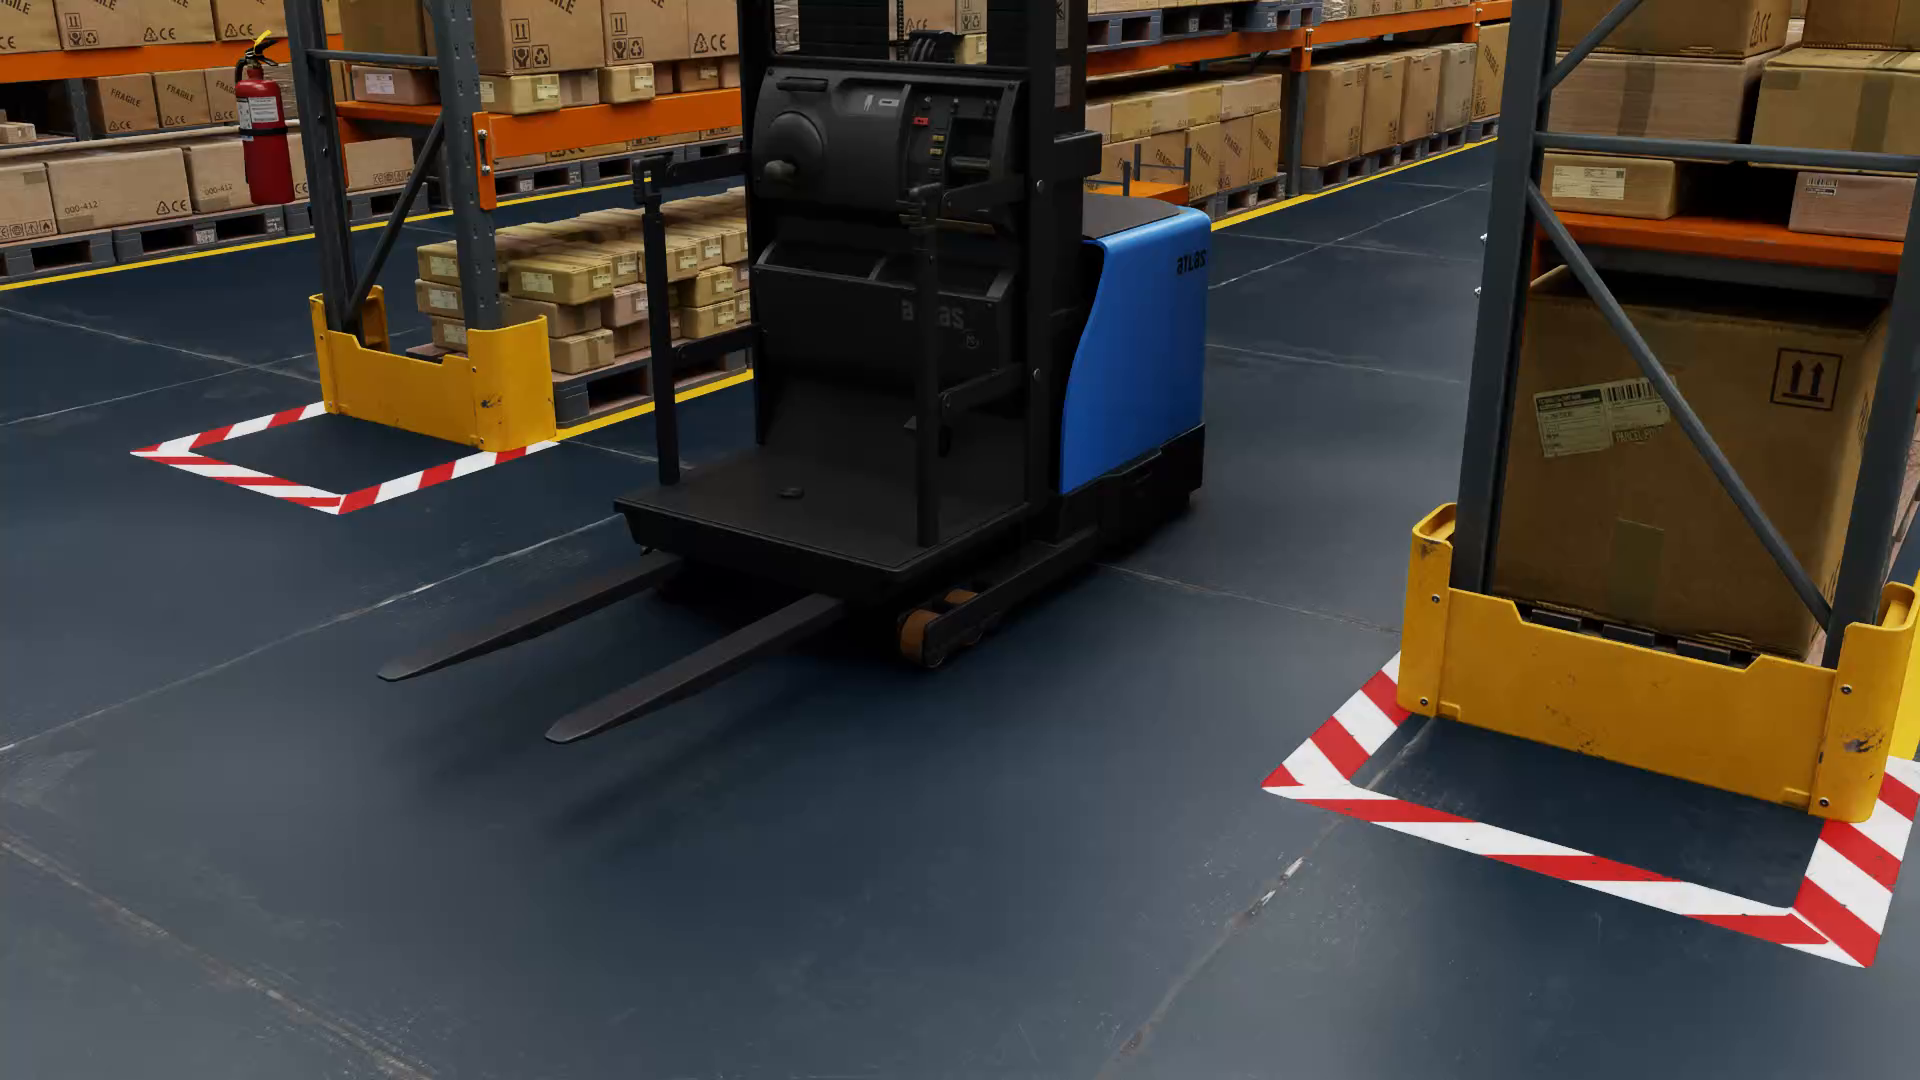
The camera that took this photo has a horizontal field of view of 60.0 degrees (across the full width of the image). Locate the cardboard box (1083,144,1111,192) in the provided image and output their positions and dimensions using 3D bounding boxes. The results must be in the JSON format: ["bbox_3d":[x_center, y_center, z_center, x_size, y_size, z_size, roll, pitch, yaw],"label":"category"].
[{"bbox_3d":[0.601,-2.224,10.452,0.500,0.500,0.500,14,25,34],"label":"cardboard box"}]

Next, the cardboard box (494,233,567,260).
[{"bbox_3d":[-2.006,-1.293,7.582,0.380,0.149,0.250,14,24,33],"label":"cardboard box"}]

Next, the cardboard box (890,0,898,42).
[{"bbox_3d":[-0.646,-2.740,8.277,0.500,0.500,0.500,13,24,32],"label":"cardboard box"}]

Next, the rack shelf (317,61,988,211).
[{"bbox_3d":[-1.158,-2.128,8.231,1.077,0.370,4.000,13,24,32],"label":"rack shelf"}]

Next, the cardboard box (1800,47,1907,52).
[{"bbox_3d":[2.543,-1.200,4.472,0.500,0.250,0.500,13,24,31],"label":"cardboard box"}]

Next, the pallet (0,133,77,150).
[{"bbox_3d":[-8.679,-3.438,14.755,1.003,0.211,1.213,13,24,32],"label":"pallet"}]

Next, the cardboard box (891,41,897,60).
[{"bbox_3d":[-0.548,-2.481,8.510,0.380,0.149,0.250,12,23,30],"label":"cardboard box"}]

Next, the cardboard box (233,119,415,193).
[{"bbox_3d":[-4.626,-2.812,12.130,0.875,0.438,0.875,13,24,31],"label":"cardboard box"}]

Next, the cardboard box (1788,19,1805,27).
[{"bbox_3d":[2.677,-1.597,5.546,0.500,0.250,0.500,13,24,32],"label":"cardboard box"}]

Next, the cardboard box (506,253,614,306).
[{"bbox_3d":[-1.707,-1.114,7.101,0.380,0.149,0.250,12,23,29],"label":"cardboard box"}]

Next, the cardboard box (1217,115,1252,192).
[{"bbox_3d":[1.766,-2.823,12.072,0.500,0.500,0.500,14,25,34],"label":"cardboard box"}]

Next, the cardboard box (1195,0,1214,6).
[{"bbox_3d":[1.442,-3.589,10.901,0.380,0.149,0.250,12,23,29],"label":"cardboard box"}]

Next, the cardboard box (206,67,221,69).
[{"bbox_3d":[-7.329,-4.638,16.044,0.380,0.149,0.250,13,24,32],"label":"cardboard box"}]

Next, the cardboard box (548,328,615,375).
[{"bbox_3d":[-1.723,-0.839,7.214,0.380,0.149,0.250,14,24,33],"label":"cardboard box"}]

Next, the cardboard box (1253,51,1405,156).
[{"bbox_3d":[3.120,-3.737,14.182,1.050,0.750,0.750,14,24,33],"label":"cardboard box"}]

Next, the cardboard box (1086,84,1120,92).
[{"bbox_3d":[0.761,-2.978,11.408,0.500,0.250,0.500,12,23,29],"label":"cardboard box"}]

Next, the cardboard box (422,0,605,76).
[{"bbox_3d":[-1.802,-2.153,6.688,0.500,0.500,0.500,15,25,34],"label":"cardboard box"}]

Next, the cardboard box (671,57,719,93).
[{"bbox_3d":[-1.320,-2.125,7.547,0.380,0.149,0.250,13,24,31],"label":"cardboard box"}]

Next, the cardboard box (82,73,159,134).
[{"bbox_3d":[-7.834,-4.062,15.420,0.500,0.500,0.500,15,25,34],"label":"cardboard box"}]

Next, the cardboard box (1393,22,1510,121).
[{"bbox_3d":[4.875,-4.702,16.610,0.875,0.875,0.875,14,24,33],"label":"cardboard box"}]

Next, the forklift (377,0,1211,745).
[{"bbox_3d":[-0.352,-1.195,4.770,1.130,2.935,3.031,13,24,32],"label":"forklift"}]

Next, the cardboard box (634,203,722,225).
[{"bbox_3d":[-1.422,-1.596,8.401,0.380,0.149,0.250,12,24,30],"label":"cardboard box"}]

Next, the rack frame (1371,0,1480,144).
[{"bbox_3d":[4.463,-5.335,15.863,1.000,3.000,0.127,13,24,32],"label":"rack frame"}]

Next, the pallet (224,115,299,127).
[{"bbox_3d":[-7.181,-4.227,16.888,1.003,0.211,1.213,13,24,32],"label":"pallet"}]

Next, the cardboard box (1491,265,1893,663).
[{"bbox_3d":[2.056,-0.295,4.696,0.875,0.875,0.875,13,24,32],"label":"cardboard box"}]

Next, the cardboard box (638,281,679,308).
[{"bbox_3d":[-1.511,-1.146,7.615,0.380,0.149,0.250,14,24,33],"label":"cardboard box"}]

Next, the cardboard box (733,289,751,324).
[{"bbox_3d":[-1.211,-1.147,8.045,0.380,0.149,0.250,13,24,32],"label":"cardboard box"}]

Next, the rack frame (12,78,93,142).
[{"bbox_3d":[-8.292,-4.942,14.803,1.000,3.000,0.127,13,24,32],"label":"rack frame"}]

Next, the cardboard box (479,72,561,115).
[{"bbox_3d":[-1.829,-1.803,6.677,0.380,0.149,0.250,13,24,31],"label":"cardboard box"}]

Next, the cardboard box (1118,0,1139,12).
[{"bbox_3d":[0.863,-3.293,10.101,0.380,0.149,0.250,13,24,32],"label":"cardboard box"}]

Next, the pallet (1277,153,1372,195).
[{"bbox_3d":[2.720,-3.091,13.816,1.003,0.211,1.213,13,24,32],"label":"pallet"}]

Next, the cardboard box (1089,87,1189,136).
[{"bbox_3d":[1.188,-2.875,11.130,0.500,0.250,0.500,14,25,34],"label":"cardboard box"}]

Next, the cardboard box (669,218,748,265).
[{"bbox_3d":[-1.169,-1.429,7.952,0.380,0.149,0.250,14,25,34],"label":"cardboard box"}]

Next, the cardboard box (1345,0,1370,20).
[{"bbox_3d":[2.974,-4.456,13.345,0.500,0.500,0.500,13,24,31],"label":"cardboard box"}]

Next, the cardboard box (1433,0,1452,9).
[{"bbox_3d":[4.107,-5.035,14.908,0.500,0.500,0.500,13,24,31],"label":"cardboard box"}]

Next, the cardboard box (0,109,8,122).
[{"bbox_3d":[-8.859,-3.735,14.809,0.500,0.311,0.500,14,25,34],"label":"cardboard box"}]

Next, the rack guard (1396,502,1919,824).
[{"bbox_3d":[1.749,0.284,4.276,1.175,0.500,0.348,13,24,32],"label":"rack guard"}]

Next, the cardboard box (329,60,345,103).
[{"bbox_3d":[-6.685,-4.659,17.035,0.500,0.500,0.500,15,25,34],"label":"cardboard box"}]

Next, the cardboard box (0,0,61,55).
[{"bbox_3d":[-5.665,-3.107,9.697,0.500,0.500,0.500,13,24,31],"label":"cardboard box"}]

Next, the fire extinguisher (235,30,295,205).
[{"bbox_3d":[-2.806,-1.698,6.681,0.296,0.674,0.183,13,24,32],"label":"fire extinguisher"}]

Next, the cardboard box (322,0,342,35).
[{"bbox_3d":[-4.519,-3.691,11.275,0.500,0.500,0.500,13,24,31],"label":"cardboard box"}]

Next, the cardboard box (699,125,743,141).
[{"bbox_3d":[-2.393,-4.142,15.095,0.875,0.875,0.875,13,24,31],"label":"cardboard box"}]

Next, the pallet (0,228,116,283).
[{"bbox_3d":[-6.048,-1.765,10.231,1.003,0.211,1.213,13,24,32],"label":"pallet"}]

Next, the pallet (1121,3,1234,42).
[{"bbox_3d":[1.136,-3.521,11.236,1.003,0.211,1.213,13,24,32],"label":"pallet"}]

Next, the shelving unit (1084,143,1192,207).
[{"bbox_3d":[0.649,-0.895,6.455,0.258,1.200,0.503,13,24,32],"label":"shelving unit"}]

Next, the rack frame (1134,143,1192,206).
[{"bbox_3d":[0.786,-0.965,6.645,0.240,1.200,0.015,13,24,32],"label":"rack frame"}]

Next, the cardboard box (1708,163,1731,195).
[{"bbox_3d":[1.978,-1.091,4.752,0.380,0.149,0.250,13,24,32],"label":"cardboard box"}]
